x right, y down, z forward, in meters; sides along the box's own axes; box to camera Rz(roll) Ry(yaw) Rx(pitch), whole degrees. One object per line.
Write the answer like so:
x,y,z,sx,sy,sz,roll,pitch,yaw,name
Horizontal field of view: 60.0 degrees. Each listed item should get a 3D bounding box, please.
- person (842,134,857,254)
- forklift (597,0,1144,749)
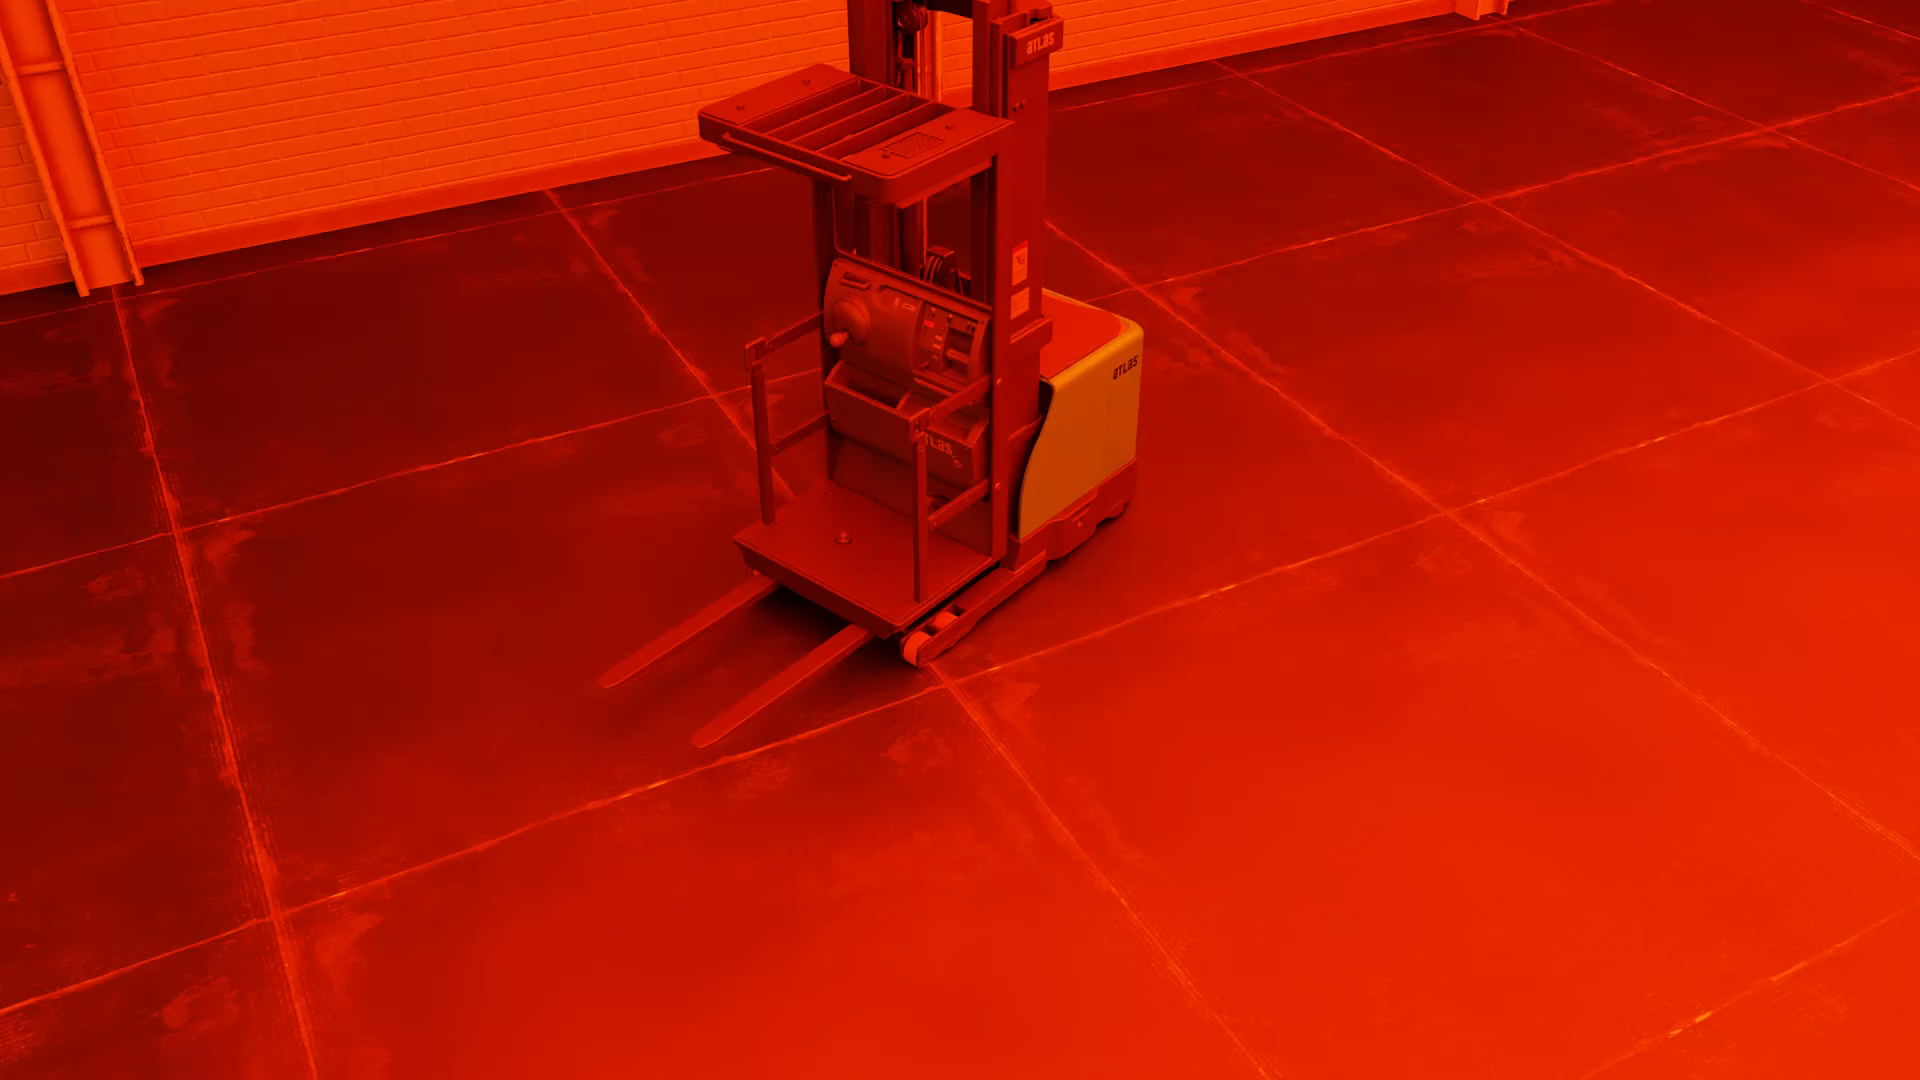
-0.505,-2.460,10.730,0.512,1.641,0.673,-12,37,-17,person
-0.390,-0.927,7.434,1.130,2.935,3.031,26,43,31,forklift
